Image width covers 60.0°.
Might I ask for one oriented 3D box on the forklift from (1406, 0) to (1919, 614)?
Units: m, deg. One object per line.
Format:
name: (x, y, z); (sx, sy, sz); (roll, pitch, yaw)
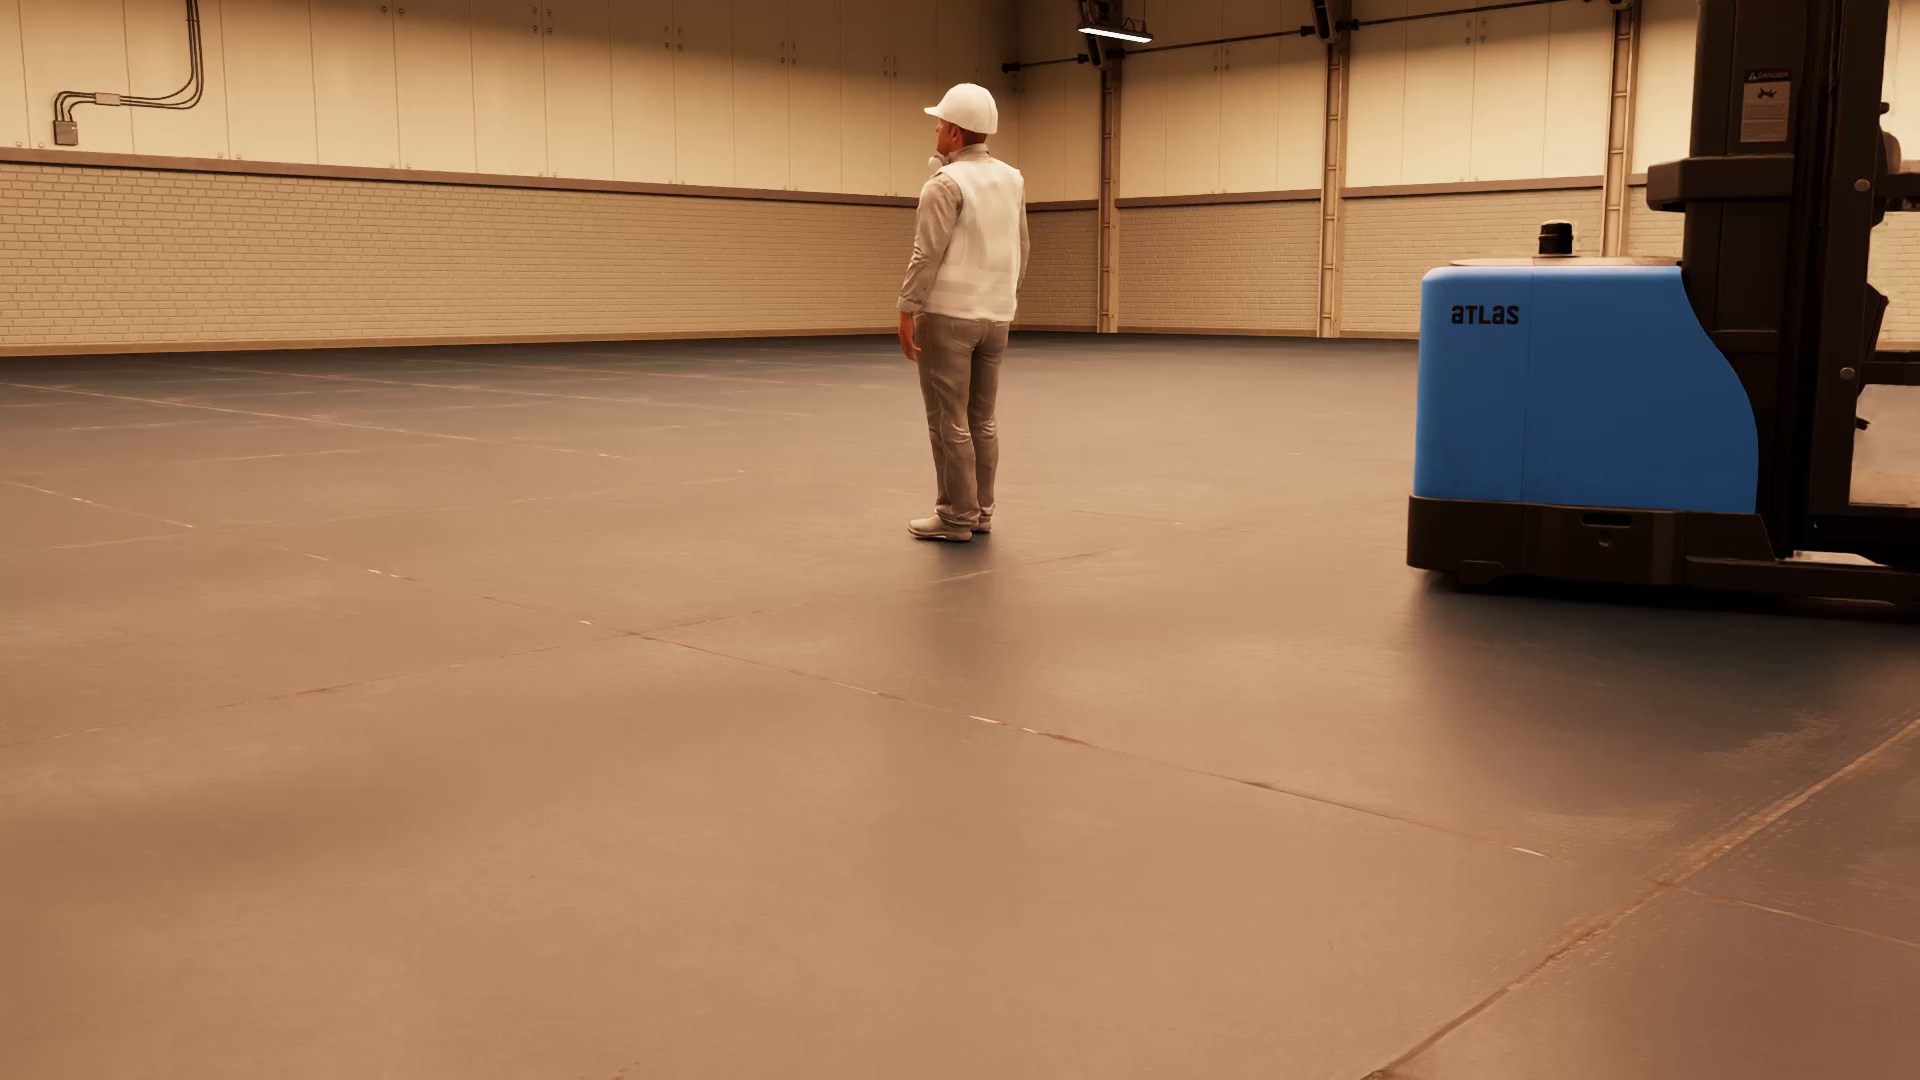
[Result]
forklift: (3.087, -1.265, 5.272); (3.031, 2.935, 1.130); (4, 9, 23)

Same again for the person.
person: (-0.040, -0.892, 6.633); (0.566, 1.775, 0.633); (8, 12, 43)
